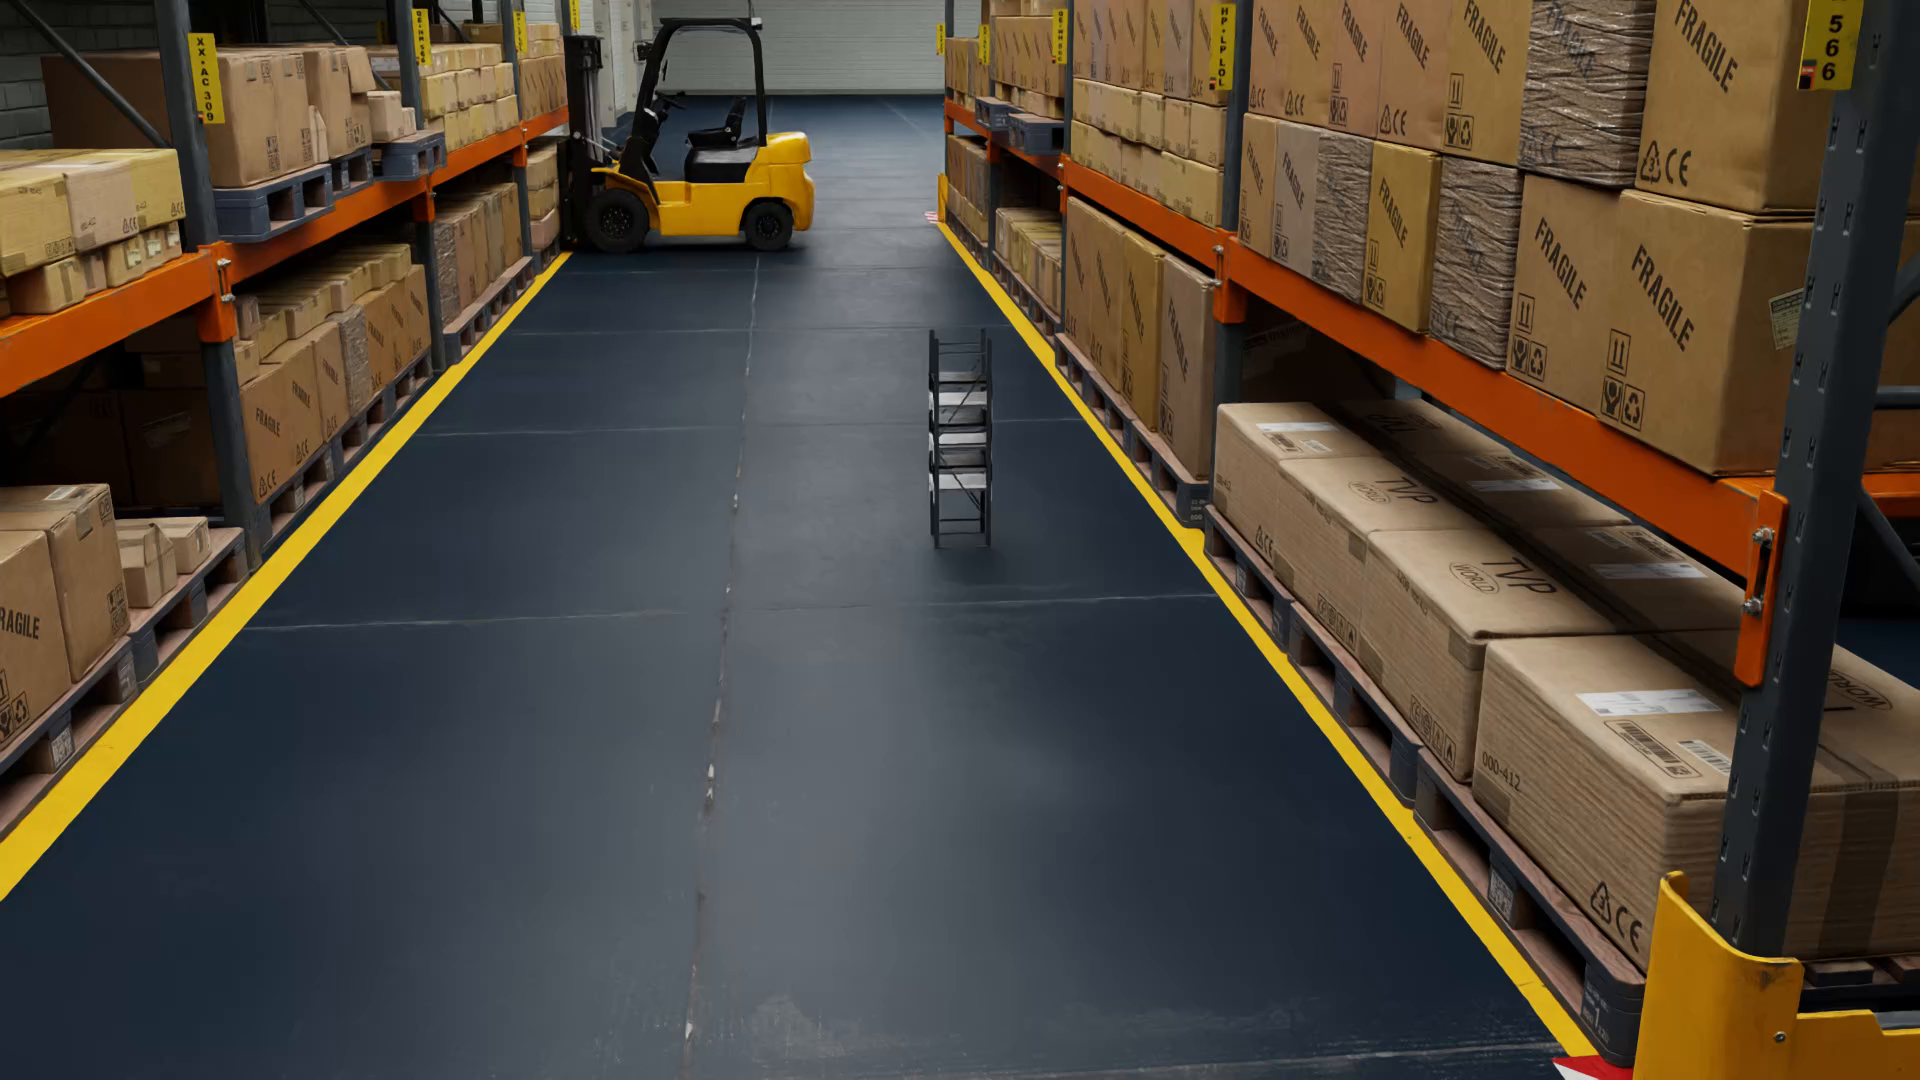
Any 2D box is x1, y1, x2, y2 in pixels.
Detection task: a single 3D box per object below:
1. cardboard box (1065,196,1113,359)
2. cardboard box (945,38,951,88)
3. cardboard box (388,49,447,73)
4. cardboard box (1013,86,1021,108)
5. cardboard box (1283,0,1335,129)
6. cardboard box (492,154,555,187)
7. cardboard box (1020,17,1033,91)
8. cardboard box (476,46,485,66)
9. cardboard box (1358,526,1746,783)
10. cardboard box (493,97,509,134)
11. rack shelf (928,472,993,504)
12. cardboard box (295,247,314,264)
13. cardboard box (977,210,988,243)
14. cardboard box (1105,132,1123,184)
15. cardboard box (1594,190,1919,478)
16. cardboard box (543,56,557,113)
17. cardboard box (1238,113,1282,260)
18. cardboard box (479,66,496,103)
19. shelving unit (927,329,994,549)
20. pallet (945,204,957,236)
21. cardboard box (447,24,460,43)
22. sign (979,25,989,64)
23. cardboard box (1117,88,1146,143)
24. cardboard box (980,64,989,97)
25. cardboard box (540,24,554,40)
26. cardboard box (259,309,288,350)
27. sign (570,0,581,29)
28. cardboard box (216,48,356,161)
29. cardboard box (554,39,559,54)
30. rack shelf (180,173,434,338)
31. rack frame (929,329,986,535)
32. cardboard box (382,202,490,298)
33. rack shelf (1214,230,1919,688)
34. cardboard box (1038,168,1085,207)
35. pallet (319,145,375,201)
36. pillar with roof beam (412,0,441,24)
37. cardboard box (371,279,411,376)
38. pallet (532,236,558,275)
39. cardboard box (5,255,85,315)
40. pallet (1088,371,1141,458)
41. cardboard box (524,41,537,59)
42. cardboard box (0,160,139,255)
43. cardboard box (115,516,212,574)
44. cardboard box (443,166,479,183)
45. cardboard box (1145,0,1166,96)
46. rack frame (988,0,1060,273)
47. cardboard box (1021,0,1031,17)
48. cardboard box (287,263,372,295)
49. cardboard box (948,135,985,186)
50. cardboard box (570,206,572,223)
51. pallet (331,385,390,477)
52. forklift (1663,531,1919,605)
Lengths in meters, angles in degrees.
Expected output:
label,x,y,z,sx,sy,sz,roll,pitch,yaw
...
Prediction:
label,x,y,z,sx,sy,sz,roll,pitch,yaw
cardboard box,1.153,-1.617,10.166,0.875,0.875,0.875,-2,18,-6
cardboard box,0.112,-5.062,17.630,0.500,0.500,0.500,-2,18,-6
cardboard box,-3.633,-3.178,11.043,0.380,0.149,0.250,-2,17,-5
cardboard box,0.601,-3.347,12.550,0.380,0.149,0.250,-1,17,-4
cardboard box,1.431,-1.672,5.658,0.500,0.500,0.500,-2,18,-6
cardboard box,-3.966,-3.348,15.054,0.500,0.250,0.500,-2,18,-6
cardboard box,0.723,-3.460,11.824,0.500,0.500,0.500,-3,18,-9
cardboard box,-3.788,-3.633,12.492,0.380,0.149,0.250,-2,18,-7
cardboard box,1.719,0.301,4.787,0.875,0.438,0.875,-1,17,-4
cardboard box,-3.816,-3.313,12.972,0.500,0.250,0.500,-2,18,-6
rack shelf,0.001,-0.223,7.098,0.258,0.077,0.200,-2,18,-6
cardboard box,-4.029,-1.637,9.771,0.380,0.149,0.250,-1,17,-3
cardboard box,0.423,-2.887,15.254,0.500,0.250,0.500,-1,17,-3
cardboard box,1.083,-2.105,9.124,0.500,0.250,0.500,-1,17,-4
cardboard box,1.676,-0.439,3.399,0.500,0.500,0.500,-2,18,-5
cardboard box,-4.126,-4.320,15.763,0.500,0.500,0.500,-2,18,-5
cardboard box,1.365,-1.347,6.292,0.500,0.500,0.500,-1,17,-4
cardboard box,-3.773,-3.399,12.412,0.500,0.250,0.500,-1,17,-5
shelving unit,0.001,-0.427,7.035,0.258,0.900,0.210,-2,18,-6
pallet,0.395,-3.426,17.737,1.003,0.211,1.213,-2,18,-6
cardboard box,-4.503,-4.337,14.237,0.380,0.149,0.250,-2,18,-7
sign,0.213,-4.224,14.180,0.100,0.325,0.005,-2,18,-6
cardboard box,1.101,-2.193,8.569,0.500,0.250,0.500,-1,17,-5
cardboard box,0.458,-4.145,14.708,0.500,0.500,0.500,-2,18,-7
cardboard box,-4.120,-4.890,15.997,0.380,0.149,0.250,-1,17,-5
cardboard box,-3.318,-0.962,7.624,0.380,0.149,0.250,-2,18,-7
sign,-4.057,-5.546,17.506,0.100,0.325,0.005,-2,18,-6
cardboard box,-3.322,-2.080,7.926,0.700,0.500,0.500,-2,18,-6
cardboard box,-4.262,-4.976,16.769,0.380,0.149,0.250,-1,17,-5
rack shelf,-3.566,-1.545,8.292,1.077,0.370,4.000,-2,18,-6
rack frame,-0.010,-0.457,7.131,0.240,0.900,0.006,-2,18,-6
cardboard box,-3.968,-2.133,12.227,0.875,0.625,0.625,-3,18,-8
rack shelf,1.783,-0.508,4.988,1.077,0.370,4.000,-2,18,-6
cardboard box,0.959,-3.261,15.193,0.500,0.500,0.500,-1,17,-3
pallet,-3.568,-1.813,8.266,1.003,0.211,1.213,-2,18,-6
pillar with roof beam,-1.141,-7.628,16.450,9.100,9.000,0.400,-2,18,-6
cardboard box,-3.474,-1.223,9.538,0.500,0.500,0.500,-2,18,-6
pallet,-4.226,-2.584,15.055,1.003,0.211,1.213,-2,18,-6
cardboard box,-2.922,-0.778,5.066,0.380,0.149,0.250,-2,18,-6
pallet,1.293,-0.708,9.081,1.003,0.211,1.213,-2,18,-6
cardboard box,-3.991,-4.366,14.826,0.380,0.149,0.250,-1,17,-4
cardboard box,-2.999,-1.070,5.331,0.500,0.250,0.500,-2,18,-5
cardboard box,-3.011,0.024,6.151,0.380,0.149,0.250,-2,18,-7
cardboard box,-4.428,-3.182,14.526,0.500,0.250,0.500,-1,17,-5
cardboard box,1.187,-2.403,7.986,0.500,0.500,0.500,-1,17,-4
rack frame,0.752,-3.830,14.370,1.000,3.000,0.127,-2,18,-6
cardboard box,0.663,-4.058,12.649,0.380,0.149,0.250,-1,17,-3
cardboard box,-3.446,-1.422,9.088,0.380,0.149,0.250,-1,17,-4
cardboard box,0.150,-4.013,17.588,0.500,0.500,0.500,-2,18,-7
cardboard box,-4.075,-3.174,16.169,0.500,0.250,0.500,-1,17,-4
pallet,-3.611,-0.568,8.633,1.003,0.211,1.213,-2,18,-6
forklift,4.446,-1.222,6.177,3.031,2.935,1.130,2,18,7
